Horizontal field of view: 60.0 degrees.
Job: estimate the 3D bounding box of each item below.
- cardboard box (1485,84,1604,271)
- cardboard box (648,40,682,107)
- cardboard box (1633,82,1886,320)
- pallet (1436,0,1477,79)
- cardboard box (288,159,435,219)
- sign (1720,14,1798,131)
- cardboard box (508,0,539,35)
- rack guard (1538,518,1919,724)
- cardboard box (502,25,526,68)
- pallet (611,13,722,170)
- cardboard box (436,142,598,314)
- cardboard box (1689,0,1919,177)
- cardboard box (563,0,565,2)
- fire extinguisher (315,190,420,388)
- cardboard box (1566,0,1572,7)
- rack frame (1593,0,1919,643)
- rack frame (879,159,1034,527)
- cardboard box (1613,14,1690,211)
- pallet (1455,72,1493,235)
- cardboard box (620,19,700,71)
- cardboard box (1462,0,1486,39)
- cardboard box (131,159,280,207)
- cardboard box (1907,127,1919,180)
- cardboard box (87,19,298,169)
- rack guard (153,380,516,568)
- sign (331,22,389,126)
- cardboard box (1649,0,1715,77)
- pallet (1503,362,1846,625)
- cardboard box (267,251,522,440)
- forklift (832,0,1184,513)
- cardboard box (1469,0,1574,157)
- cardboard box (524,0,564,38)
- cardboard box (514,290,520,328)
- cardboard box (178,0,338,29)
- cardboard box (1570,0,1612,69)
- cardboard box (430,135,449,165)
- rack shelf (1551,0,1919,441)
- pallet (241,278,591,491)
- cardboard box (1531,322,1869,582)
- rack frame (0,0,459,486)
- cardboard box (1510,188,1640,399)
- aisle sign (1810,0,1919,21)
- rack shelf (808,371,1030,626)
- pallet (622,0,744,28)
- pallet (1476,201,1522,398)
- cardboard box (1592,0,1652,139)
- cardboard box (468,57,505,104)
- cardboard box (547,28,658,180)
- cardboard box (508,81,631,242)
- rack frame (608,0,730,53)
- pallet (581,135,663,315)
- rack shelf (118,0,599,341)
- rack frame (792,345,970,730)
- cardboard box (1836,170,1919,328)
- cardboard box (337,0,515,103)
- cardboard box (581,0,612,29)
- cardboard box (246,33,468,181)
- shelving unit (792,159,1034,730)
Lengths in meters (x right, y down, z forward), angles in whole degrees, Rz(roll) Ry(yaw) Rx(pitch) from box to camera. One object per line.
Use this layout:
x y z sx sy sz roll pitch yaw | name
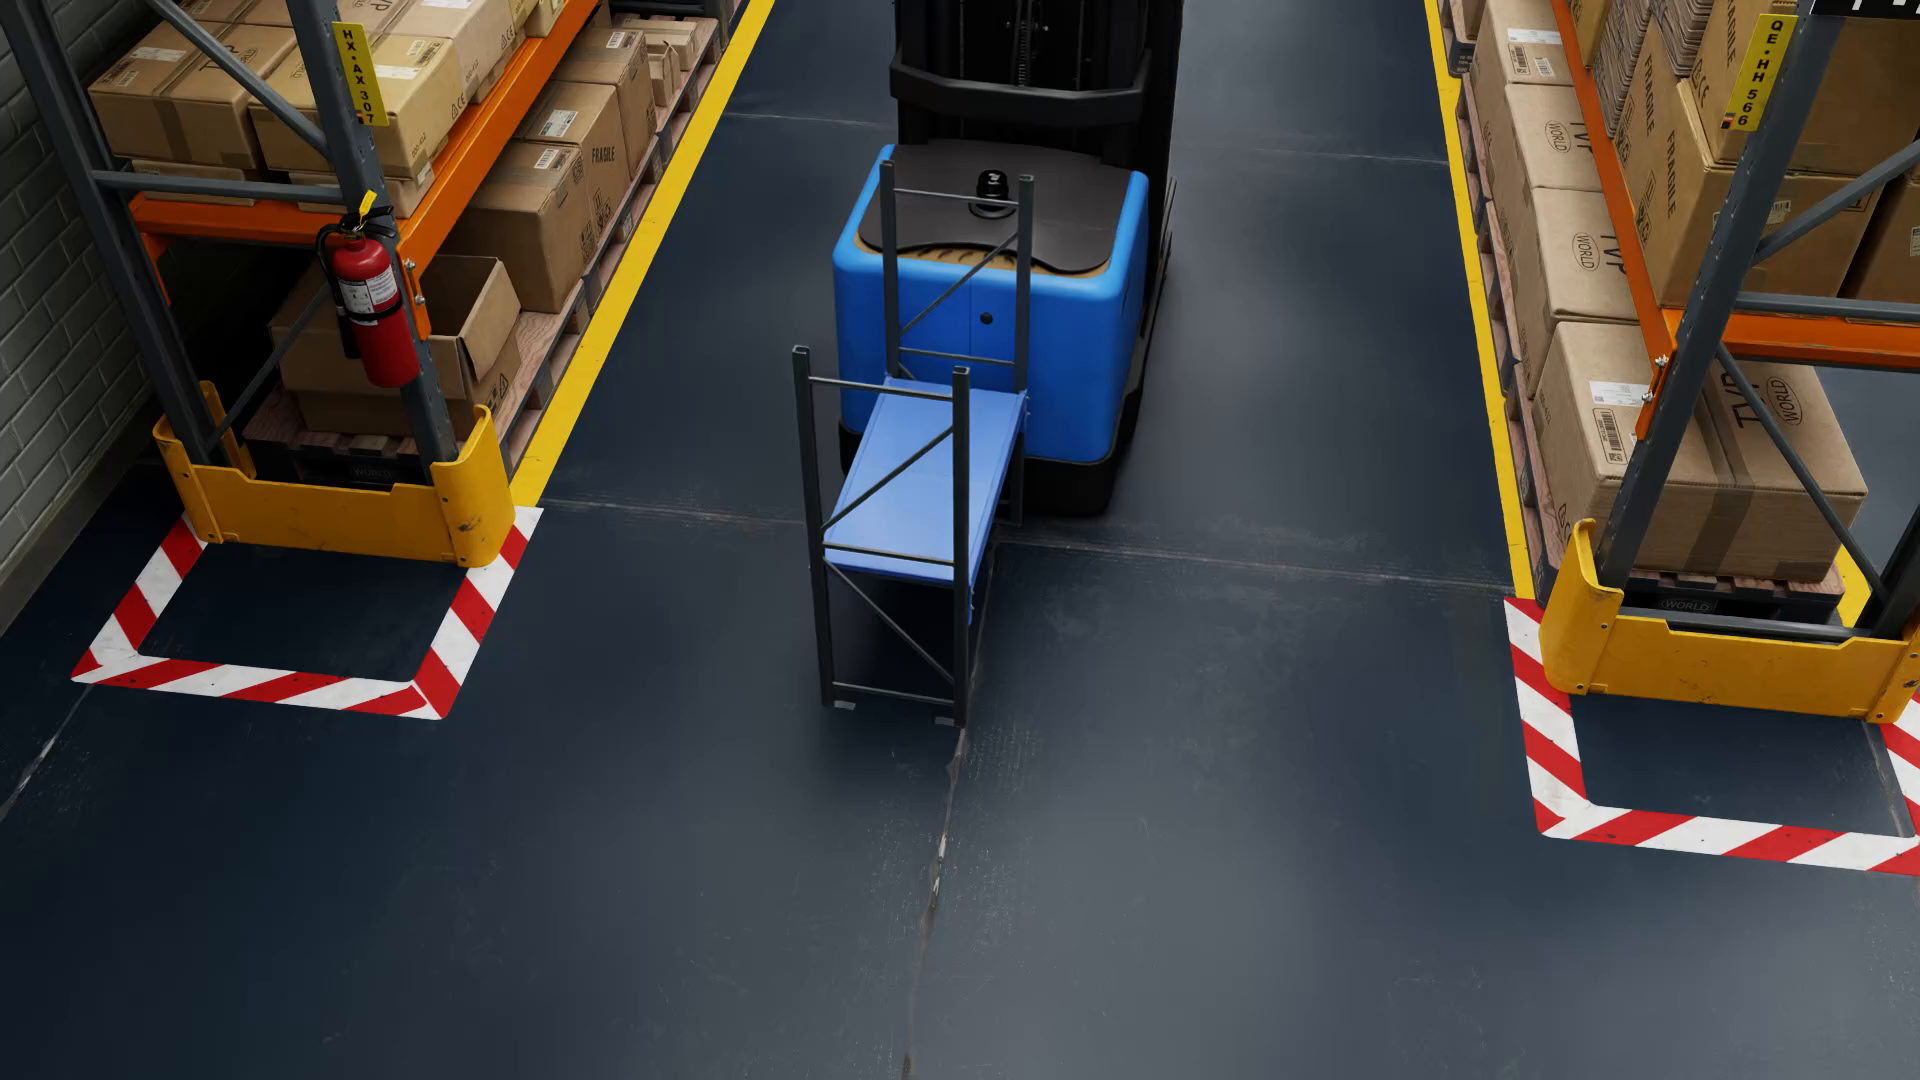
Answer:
2.843 -1.570 7.285 0.875 0.438 0.875 4 44 4 | cardboard box
-1.600 -2.335 8.218 0.396 0.266 0.258 7 44 7 | cardboard box
2.423 -1.039 5.093 0.500 0.500 0.500 5 44 6 | cardboard box
3.178 -2.897 9.156 1.003 0.211 1.213 5 44 6 | pallet
-1.983 -1.207 5.526 0.380 0.149 0.250 5 44 5 | cardboard box
2.086 -1.216 4.338 0.100 0.325 0.005 5 44 6 | sign
-1.842 -2.127 6.207 0.500 0.250 0.500 4 44 5 | cardboard box
2.619 0.274 5.597 1.175 0.500 0.348 5 44 6 | rack guard
-1.872 -1.915 6.273 0.380 0.149 0.250 6 44 6 | cardboard box
-1.862 -2.344 8.573 1.003 0.211 1.213 5 44 6 | pallet
-1.972 -1.331 6.987 0.700 0.500 0.500 7 44 7 | cardboard box
2.450 -1.400 4.747 0.500 0.500 0.500 7 44 7 | cardboard box
-1.749 -2.262 6.640 0.380 0.149 0.250 6 44 6 | cardboard box
-1.860 -0.793 5.234 0.296 0.674 0.183 5 44 6 | fire extinguisher
2.686 -2.436 6.568 0.500 0.500 0.500 5 44 6 | cardboard box
2.622 -0.650 4.755 1.000 3.000 0.127 5 44 6 | rack frame
-0.012 -0.638 5.833 0.500 1.500 0.032 8 44 9 | rack frame
2.504 -1.380 5.453 0.500 0.500 0.500 4 44 5 | cardboard box
2.973 -1.853 8.053 1.003 0.211 1.213 5 44 6 | pallet
-1.553 -2.536 8.515 0.380 0.149 0.250 4 44 4 | cardboard box
3.153 -3.187 8.674 0.875 0.875 0.875 6 44 7 | cardboard box
-2.521 -1.258 5.580 0.380 0.149 0.250 5 44 5 | cardboard box
2.968 -1.351 4.695 0.500 0.500 0.500 4 44 5 | cardboard box
-2.501 -1.490 5.535 0.500 0.250 0.500 6 44 7 | cardboard box
-2.289 -0.243 6.143 1.175 0.500 0.348 5 44 6 | rack guard
-1.761 -1.364 4.879 0.100 0.325 0.005 5 44 6 | sign
2.490 -1.759 5.126 0.500 0.500 0.500 5 44 6 | cardboard box
2.650 -0.190 6.297 1.003 0.211 1.213 5 44 6 | pallet
-2.124 -0.753 6.374 0.797 0.503 0.637 4 44 4 | cardboard box
0.344 -2.192 6.434 1.130 2.935 3.031 8 44 9 | forklift
2.961 -2.180 7.929 0.875 0.438 0.875 5 44 5 | cardboard box
-1.764 -2.080 6.448 0.380 0.149 0.250 4 44 4 | cardboard box
-2.029 -0.911 6.798 0.380 0.149 0.250 4 44 4 | cardboard box
-2.432 -1.842 5.906 0.500 0.250 0.500 5 44 6 | cardboard box
2.618 -2.085 6.197 0.500 0.500 0.500 6 44 7 | cardboard box
-1.996 -1.384 5.713 0.380 0.149 0.250 6 44 7 | cardboard box
2.886 -1.752 6.442 1.077 0.370 4.000 5 44 6 | rack shelf
-2.184 -0.682 6.817 1.003 0.211 1.213 5 44 6 | pallet
2.610 -0.331 5.976 0.875 0.438 0.875 4 44 4 | cardboard box
-2.299 -1.099 5.229 1.000 3.000 0.127 5 44 6 | rack frame
2.723 -0.956 6.636 0.875 0.438 0.875 6 44 7 | cardboard box
2.305 -1.573 3.839 0.394 0.787 0.004 5 44 6 | aisle sign
-0.116 -0.166 5.596 0.538 0.185 1.000 8 44 9 | rack shelf
-1.700 -3.370 9.656 1.003 0.211 1.213 5 44 6 | pallet
2.814 -1.019 7.173 1.003 0.211 1.213 5 44 6 | pallet
2.563 -1.732 5.824 0.500 0.500 0.500 6 44 7 | cardboard box
-1.901 -1.733 6.082 0.380 0.149 0.250 7 44 7 | cardboard box
-1.835 -2.039 7.734 0.700 0.500 0.500 4 44 4 | cardboard box
-1.803 -1.682 7.358 0.500 0.500 0.500 6 44 6 | cardboard box
-1.770 -3.825 8.108 1.000 3.000 0.127 5 44 6 | rack frame
-2.021 -1.511 7.692 1.003 0.211 1.213 5 44 6 | pallet
-2.034 -2.201 6.916 1.077 0.370 4.000 5 44 6 | rack shelf
-0.220 0.046 5.111 0.500 1.500 0.032 8 44 9 | rack frame
2.970 -0.988 5.039 0.500 0.500 0.500 5 44 5 | cardboard box
-1.905 -1.781 5.842 0.500 0.250 0.500 6 44 6 | cardboard box
-2.092 -2.572 8.435 0.500 0.311 0.500 7 44 7 | cardboard box
-1.972 -1.437 5.479 0.500 0.250 0.500 5 44 6 | cardboard box
-0.116 -0.296 5.472 0.538 1.500 1.048 8 44 9 | shelving unit
